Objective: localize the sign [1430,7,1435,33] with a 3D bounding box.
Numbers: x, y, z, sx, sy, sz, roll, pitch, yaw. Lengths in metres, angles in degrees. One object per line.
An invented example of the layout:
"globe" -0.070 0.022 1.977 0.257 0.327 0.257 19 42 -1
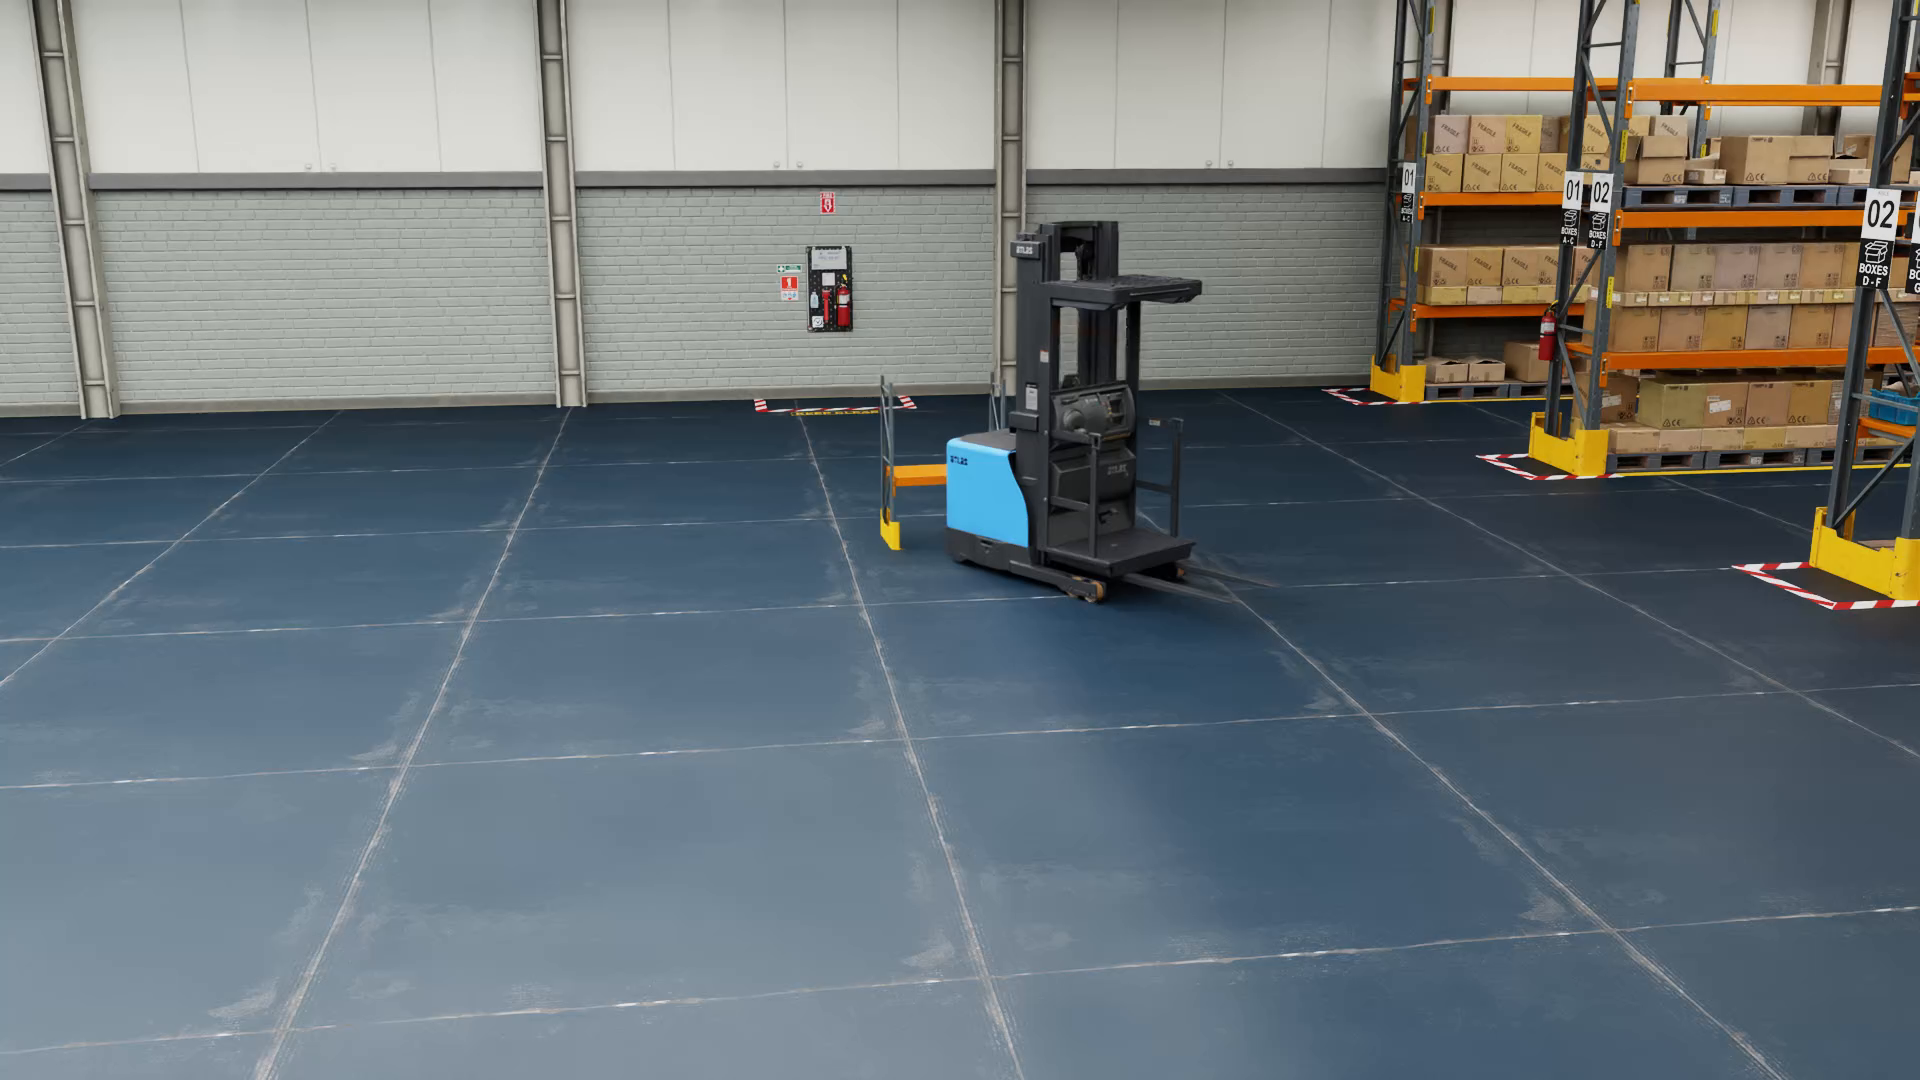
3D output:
"sign" 6.131 -6.754 21.599 0.005 0.325 0.100 -2 14 -8

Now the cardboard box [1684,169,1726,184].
"cardboard box" 7.982 -3.897 17.820 0.250 0.149 0.380 -2 14 -8

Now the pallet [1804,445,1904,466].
"pallet" 9.955 -1.066 19.064 1.213 0.211 1.003 -2 14 -8

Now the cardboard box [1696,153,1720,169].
"cardboard box" 8.441 -4.100 18.300 0.500 0.311 0.500 0 14 -2

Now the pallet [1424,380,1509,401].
"pallet" 6.934 -2.154 23.406 1.213 0.211 1.003 -2 14 -8

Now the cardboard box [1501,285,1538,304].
"cardboard box" 7.596 -3.401 22.911 0.500 0.250 0.500 -2 14 -9

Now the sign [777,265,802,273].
"sign" -2.325 -3.696 22.658 0.331 0.109 0.001 -2 14 -8

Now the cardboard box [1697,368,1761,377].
"cardboard box" 8.759 -1.674 19.007 0.500 0.500 0.500 -2 14 -8

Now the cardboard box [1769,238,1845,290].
"cardboard box" 9.315 -3.060 18.414 0.500 0.500 0.700 -2 14 -8

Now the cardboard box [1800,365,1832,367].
"cardboard box" 12.243 -2.720 24.163 0.500 0.500 0.700 -2 14 -9

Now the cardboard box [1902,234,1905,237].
"cardboard box" 13.309 -4.315 23.845 0.250 0.149 0.380 -5 15 -18

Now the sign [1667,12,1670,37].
"sign" 9.917 -7.201 23.220 0.005 0.325 0.100 -2 14 -8

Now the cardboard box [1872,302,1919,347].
"cardboard box" 10.310 -2.468 18.718 0.500 0.500 0.700 -2 14 -10

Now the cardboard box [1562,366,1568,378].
"cardboard box" 8.421 -2.406 23.632 0.250 0.149 0.380 -3 14 -13

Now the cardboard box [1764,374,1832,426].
"cardboard box" 9.332 -1.567 18.579 0.500 0.500 0.500 -2 14 -8

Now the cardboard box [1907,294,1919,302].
"cardboard box" 10.511 -2.738 18.464 0.250 0.149 0.380 -2 14 -8

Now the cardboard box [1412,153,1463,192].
"cardboard box" 6.418 -4.948 22.402 0.500 0.500 0.500 -2 14 -7

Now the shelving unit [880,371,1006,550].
"shelving unit" -0.150 -0.736 15.101 1.083 1.500 0.587 -3 14 -12

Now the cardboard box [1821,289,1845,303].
"cardboard box" 9.504 -2.702 18.319 0.250 0.149 0.380 -2 14 -9

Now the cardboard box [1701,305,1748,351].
"cardboard box" 8.266 -2.391 18.412 0.500 0.500 0.700 -2 14 -8

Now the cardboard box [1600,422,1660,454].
"cardboard box" 7.356 -1.128 18.370 0.500 0.250 0.500 -2 14 -8

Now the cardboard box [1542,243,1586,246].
"cardboard box" 8.504 -3.927 23.470 0.500 0.500 0.500 -2 14 -7

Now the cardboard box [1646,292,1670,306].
"cardboard box" 7.473 -2.628 18.022 0.250 0.149 0.380 -2 14 -10

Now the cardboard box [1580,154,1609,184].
"cardboard box" 8.499 -5.019 22.684 0.500 0.500 0.500 -3 14 -11

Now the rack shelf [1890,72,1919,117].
"rack shelf" 9.504 -3.540 13.166 4.000 0.370 1.077 -2 14 -8

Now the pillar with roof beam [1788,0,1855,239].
"pillar with roof beam" 13.188 -5.808 19.912 0.400 9.000 9.100 -2 14 -8

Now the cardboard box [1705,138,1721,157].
"cardboard box" 10.558 -5.336 23.125 0.500 0.500 0.500 0 14 0

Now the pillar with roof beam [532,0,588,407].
"pillar with roof beam" -4.611 -5.156 17.311 0.400 9.000 9.100 -2 14 -8

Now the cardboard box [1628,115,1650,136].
"cardboard box" 9.007 -5.520 22.627 0.500 0.500 0.500 -1 14 -5

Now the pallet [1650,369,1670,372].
"pallet" 10.775 -2.304 24.004 1.213 0.211 1.003 -2 14 -8

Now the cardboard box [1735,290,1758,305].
"cardboard box" 8.485 -2.665 18.169 0.250 0.149 0.380 -2 14 -9

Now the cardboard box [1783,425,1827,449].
"cardboard box" 9.333 -1.200 18.658 0.500 0.250 0.500 -2 14 -8

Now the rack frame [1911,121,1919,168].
"rack frame" 13.961 -6.683 23.399 0.127 3.000 1.000 -2 14 -8

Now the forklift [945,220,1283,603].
"forklift" 1.240 -1.064 13.468 1.130 2.935 3.031 -13 19 -41

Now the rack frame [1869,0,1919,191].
"rack frame" 7.526 -4.010 12.741 0.127 3.000 1.000 -2 14 -8

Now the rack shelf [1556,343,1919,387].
"rack shelf" 8.770 -2.015 18.598 4.000 0.370 1.077 -2 14 -8

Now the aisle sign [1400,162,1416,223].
"aisle sign" 6.024 -4.669 22.358 0.004 0.787 0.394 -2 14 -8

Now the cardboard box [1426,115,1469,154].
"cardboard box" 6.468 -5.437 22.294 0.500 0.500 0.500 -3 14 -12

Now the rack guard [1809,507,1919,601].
"rack guard" 7.595 0.098 13.831 0.348 0.500 1.175 -2 14 -8

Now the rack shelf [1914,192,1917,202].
"rack shelf" 11.984 -4.807 23.562 4.000 0.370 1.077 -2 14 -8

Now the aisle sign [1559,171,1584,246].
"aisle sign" 6.683 -3.621 18.178 0.004 0.787 0.394 -2 14 -8

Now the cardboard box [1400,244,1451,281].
"cardboard box" 6.485 -3.852 23.169 0.500 0.500 0.500 -2 14 -9

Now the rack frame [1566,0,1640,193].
"rack frame" 6.792 -5.202 17.492 0.127 3.000 1.000 -2 14 -8

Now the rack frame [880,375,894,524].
"rack frame" -0.656 -0.710 14.996 0.032 1.500 0.500 -3 14 -12

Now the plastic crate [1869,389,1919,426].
"plastic crate" 7.977 -1.118 13.848 0.616 0.251 0.499 -2 14 -8

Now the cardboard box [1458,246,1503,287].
"cardboard box" 7.058 -3.744 22.740 0.500 0.500 0.500 -2 14 -8

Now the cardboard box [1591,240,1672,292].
"cardboard box" 7.308 -2.985 18.115 0.500 0.500 0.700 -2 14 -8

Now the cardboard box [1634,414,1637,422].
"cardboard box" 7.771 -1.273 18.950 0.500 0.250 0.500 -2 14 -8
